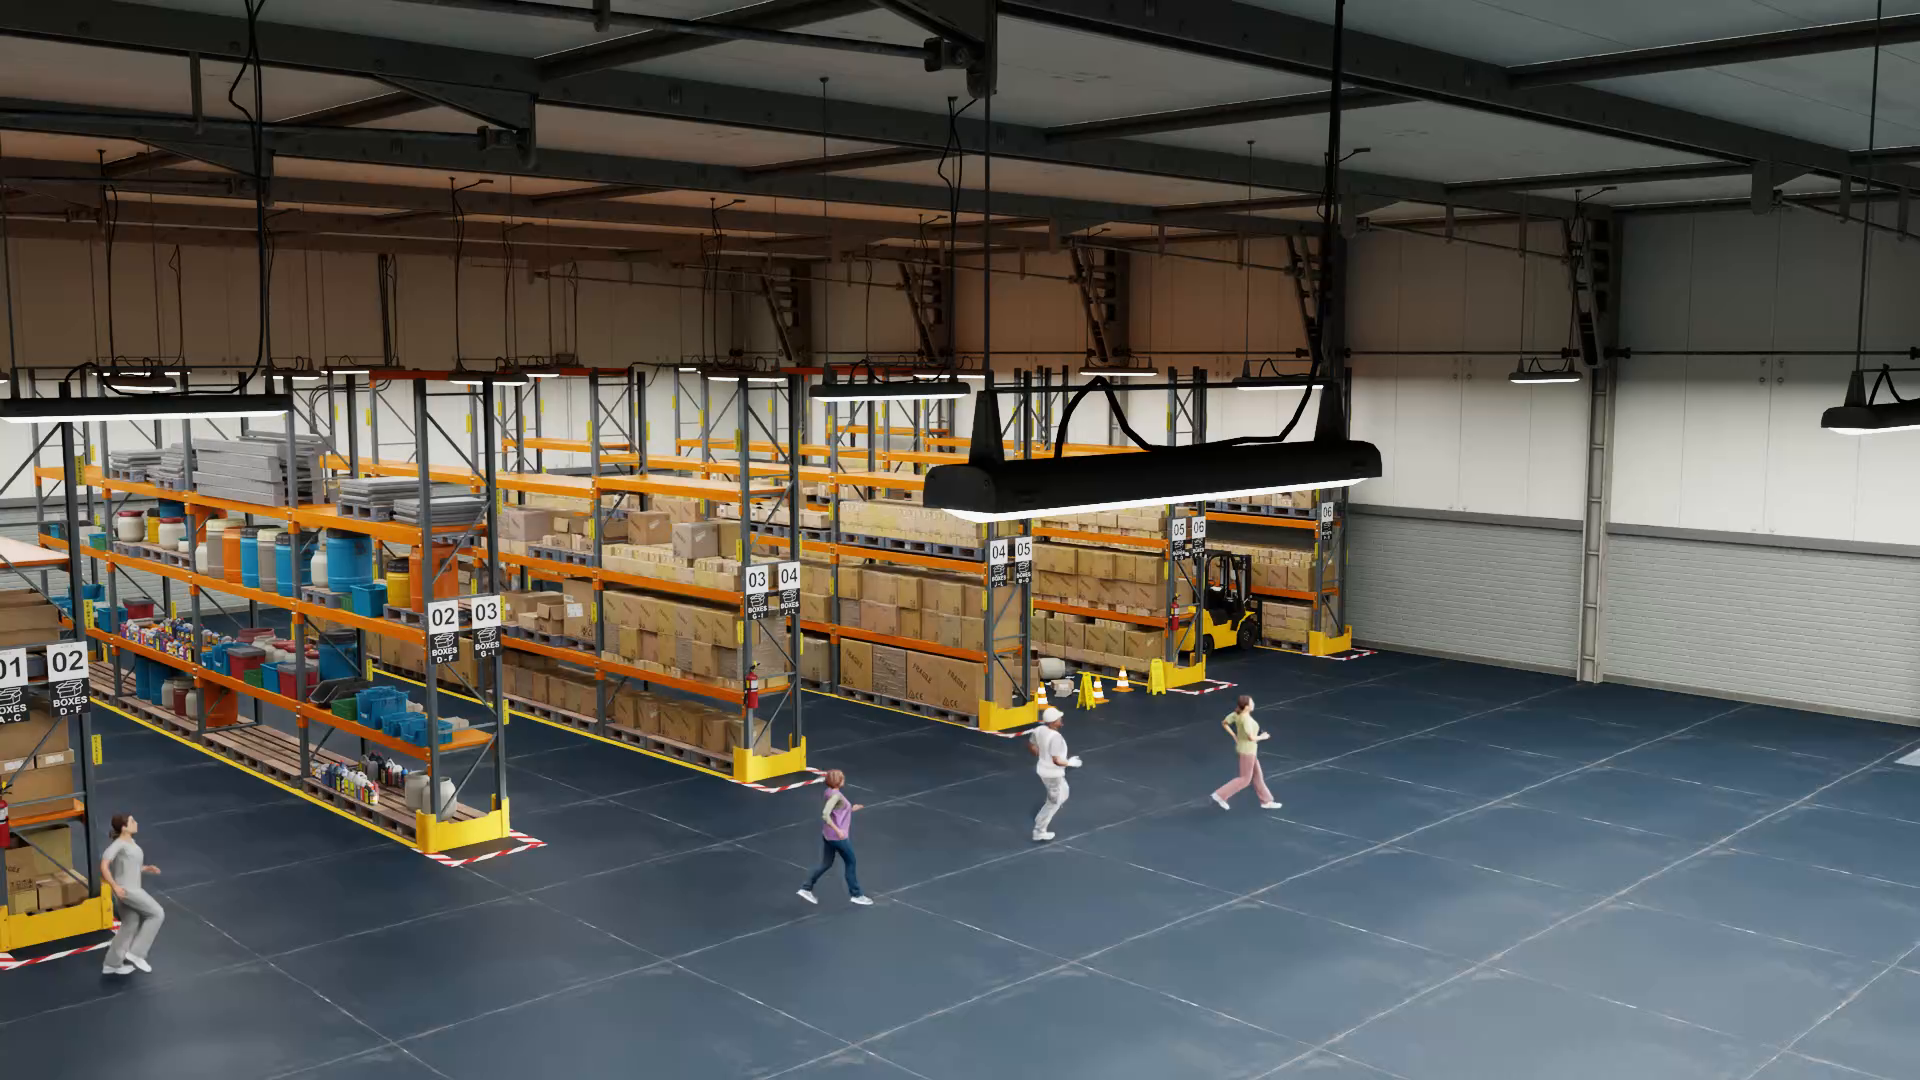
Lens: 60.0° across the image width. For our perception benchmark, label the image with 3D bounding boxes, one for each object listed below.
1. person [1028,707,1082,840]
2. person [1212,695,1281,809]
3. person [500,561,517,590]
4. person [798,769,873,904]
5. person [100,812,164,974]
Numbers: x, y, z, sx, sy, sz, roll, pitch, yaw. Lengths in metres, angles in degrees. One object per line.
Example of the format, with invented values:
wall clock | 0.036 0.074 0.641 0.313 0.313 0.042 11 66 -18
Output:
person | 1.240 3.017 21.575 0.615 1.735 0.653 -2 7 -16
person | 3.943 2.914 22.794 1.053 1.626 0.588 -1 7 -11
person | -11.035 0.864 40.583 0.641 1.785 0.701 2 7 19
person | -1.419 3.387 18.890 0.868 1.601 0.528 -3 7 -24
person | -8.472 3.587 16.999 0.604 1.634 0.552 -2 7 -21
